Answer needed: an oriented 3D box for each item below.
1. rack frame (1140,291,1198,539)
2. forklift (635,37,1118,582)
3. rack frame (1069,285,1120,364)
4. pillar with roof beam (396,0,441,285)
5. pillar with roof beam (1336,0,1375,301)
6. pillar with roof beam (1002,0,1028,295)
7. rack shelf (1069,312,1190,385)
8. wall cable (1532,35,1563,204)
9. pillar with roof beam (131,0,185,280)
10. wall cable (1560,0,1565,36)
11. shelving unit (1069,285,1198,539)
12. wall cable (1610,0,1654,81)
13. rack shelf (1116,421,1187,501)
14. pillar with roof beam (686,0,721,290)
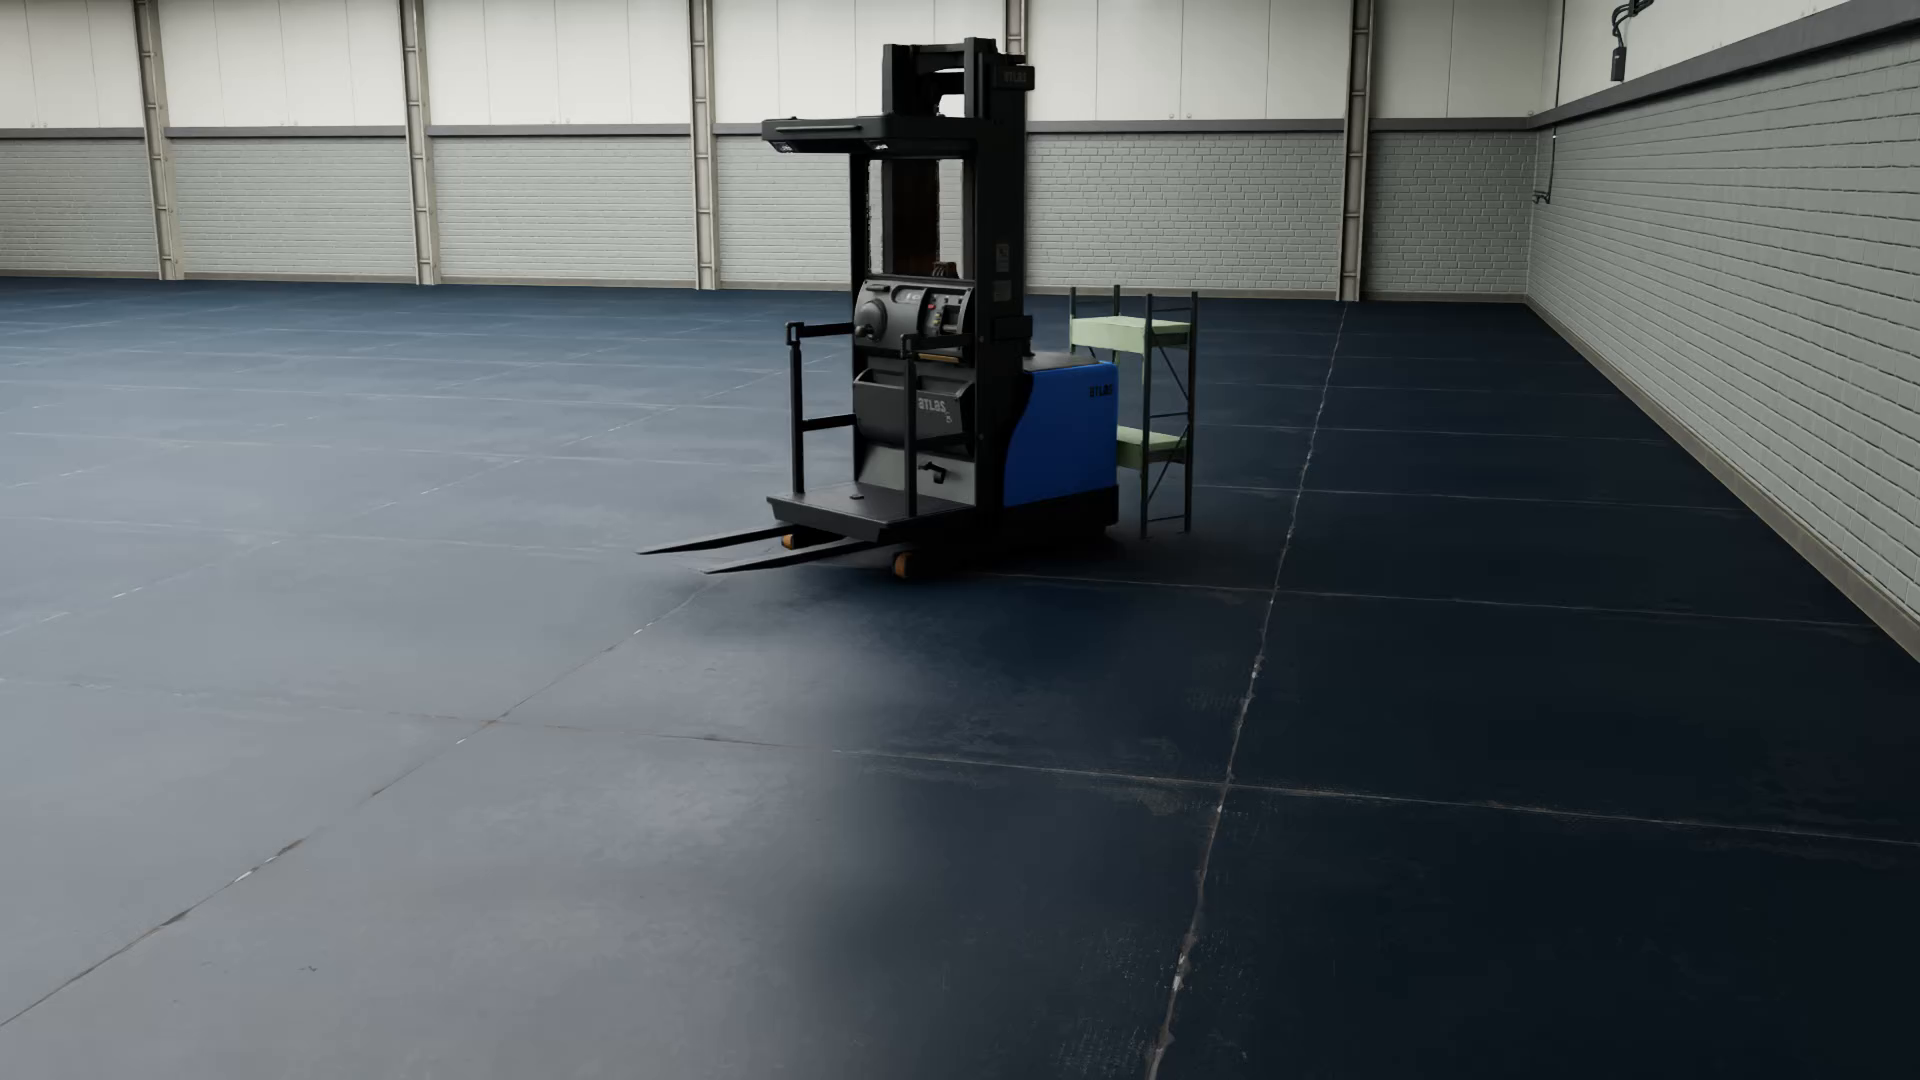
[{"bbox_3d":[1.283,-0.764,10.216,0.400,1.500,0.023,-9,15,-34],"label":"rack frame"},{"bbox_3d":[-0.424,-1.326,9.444,3.031,2.935,1.130,-12,17,-43],"label":"forklift"},{"bbox_3d":[0.865,-0.894,10.802,0.400,1.500,0.023,-9,15,-34],"label":"rack frame"},{"bbox_3d":[-11.698,-8.631,28.360,0.400,9.000,9.100,3,13,14],"label":"pillar with roof beam"},{"bbox_3d":[5.778,-7.697,24.149,0.400,9.000,9.100,3,13,14],"label":"pillar with roof beam"},{"bbox_3d":[-0.047,-8.008,25.553,0.400,9.000,9.100,3,13,14],"label":"pillar with roof beam"},{"bbox_3d":[1.074,-1.210,10.424,0.431,0.370,0.720,-9,15,-34],"label":"rack shelf"},{"bbox_3d":[9.353,-6.655,26.624,0.112,2.526,3.097,3,13,14],"label":"wall cable"},{"bbox_3d":[-17.523,-8.942,29.763,0.400,9.000,9.100,3,13,14],"label":"pillar with roof beam"},{"bbox_3d":[8.704,-8.552,23.513,0.112,2.526,3.097,3,13,14],"label":"wall cable"},{"bbox_3d":[1.074,-0.829,10.509,0.431,1.500,0.755,-9,15,-34],"label":"shelving unit"},{"bbox_3d":[7.063,-7.836,16.925,0.169,6.003,2.305,3,13,14],"label":"wall cable"},{"bbox_3d":[1.074,-0.511,10.579,0.431,0.370,0.720,-9,15,-34],"label":"rack shelf"},{"bbox_3d":[-5.873,-8.320,26.956,0.400,9.000,9.100,3,13,14],"label":"pillar with roof beam"}]
